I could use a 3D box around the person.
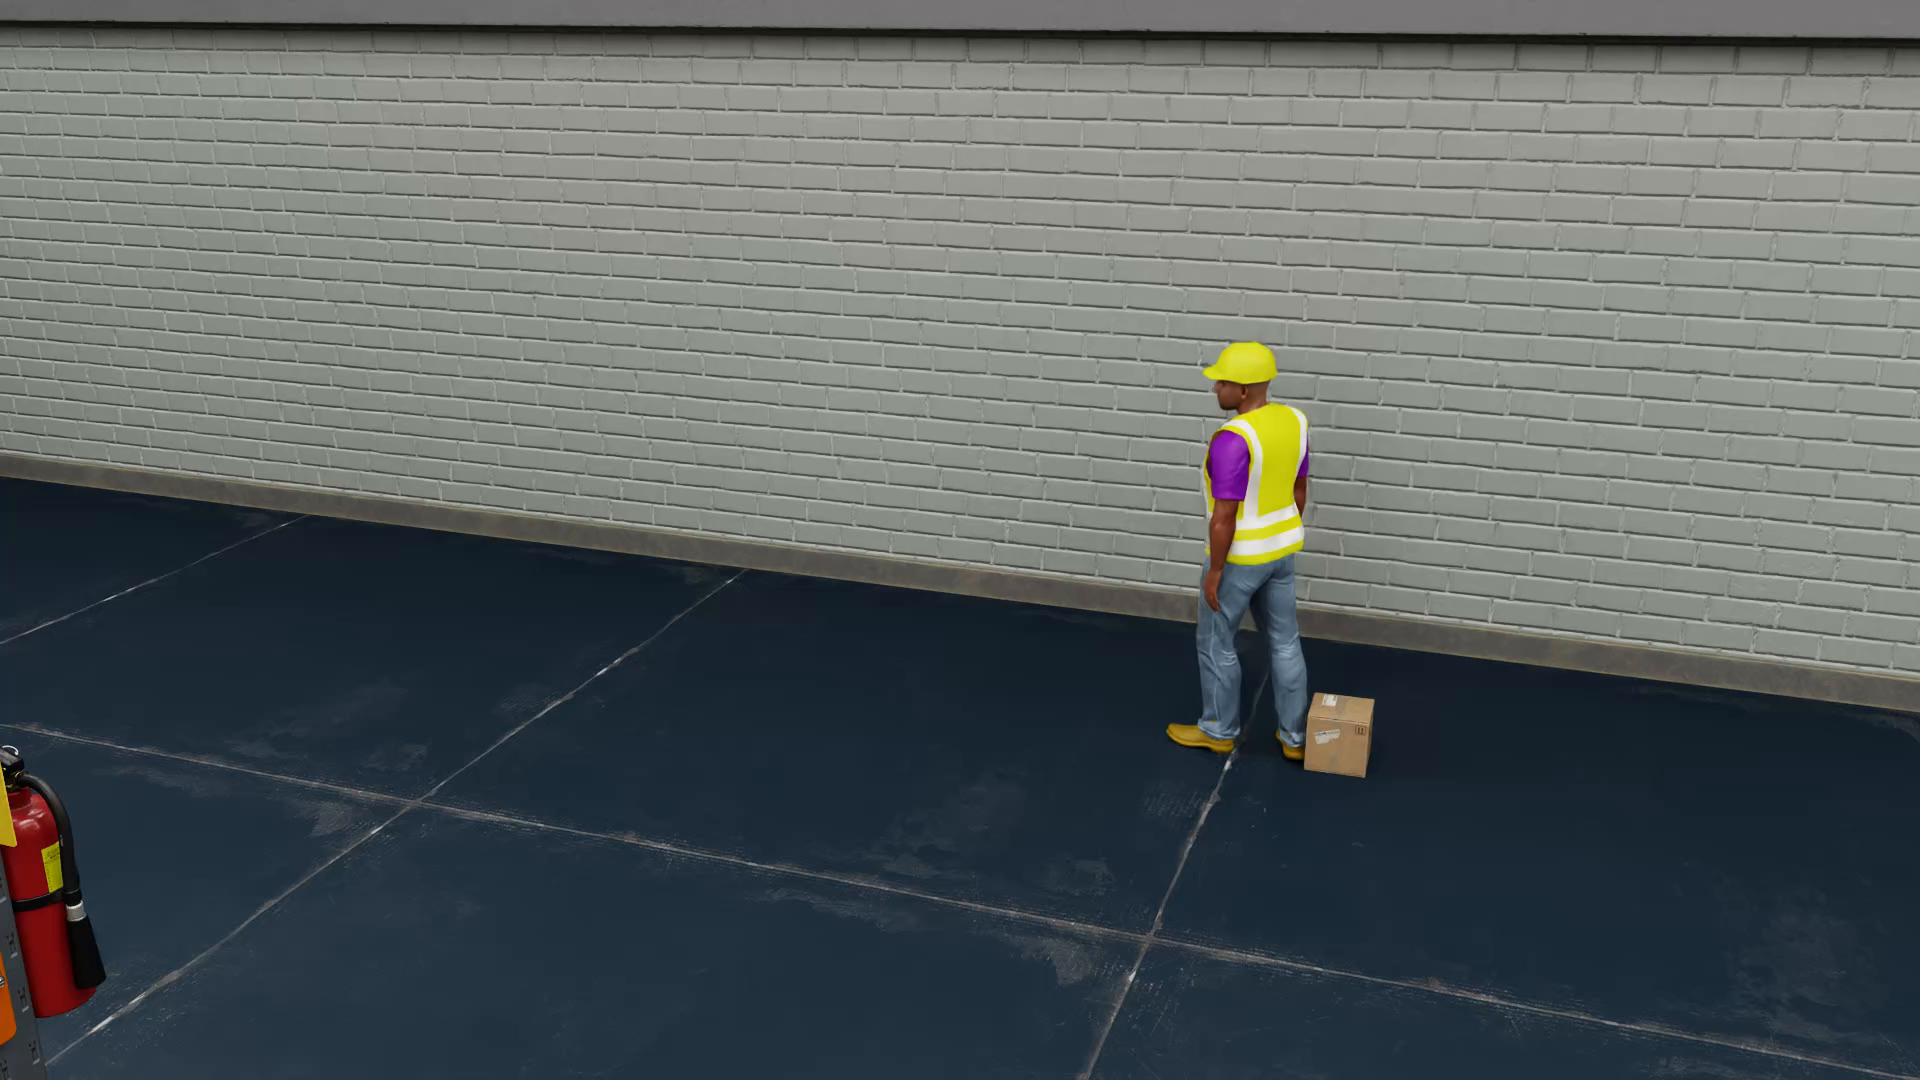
[{"bbox_3d":[1.202,0.057,6.853,0.588,1.765,0.571,-14,23,-36],"label":"person"}]
